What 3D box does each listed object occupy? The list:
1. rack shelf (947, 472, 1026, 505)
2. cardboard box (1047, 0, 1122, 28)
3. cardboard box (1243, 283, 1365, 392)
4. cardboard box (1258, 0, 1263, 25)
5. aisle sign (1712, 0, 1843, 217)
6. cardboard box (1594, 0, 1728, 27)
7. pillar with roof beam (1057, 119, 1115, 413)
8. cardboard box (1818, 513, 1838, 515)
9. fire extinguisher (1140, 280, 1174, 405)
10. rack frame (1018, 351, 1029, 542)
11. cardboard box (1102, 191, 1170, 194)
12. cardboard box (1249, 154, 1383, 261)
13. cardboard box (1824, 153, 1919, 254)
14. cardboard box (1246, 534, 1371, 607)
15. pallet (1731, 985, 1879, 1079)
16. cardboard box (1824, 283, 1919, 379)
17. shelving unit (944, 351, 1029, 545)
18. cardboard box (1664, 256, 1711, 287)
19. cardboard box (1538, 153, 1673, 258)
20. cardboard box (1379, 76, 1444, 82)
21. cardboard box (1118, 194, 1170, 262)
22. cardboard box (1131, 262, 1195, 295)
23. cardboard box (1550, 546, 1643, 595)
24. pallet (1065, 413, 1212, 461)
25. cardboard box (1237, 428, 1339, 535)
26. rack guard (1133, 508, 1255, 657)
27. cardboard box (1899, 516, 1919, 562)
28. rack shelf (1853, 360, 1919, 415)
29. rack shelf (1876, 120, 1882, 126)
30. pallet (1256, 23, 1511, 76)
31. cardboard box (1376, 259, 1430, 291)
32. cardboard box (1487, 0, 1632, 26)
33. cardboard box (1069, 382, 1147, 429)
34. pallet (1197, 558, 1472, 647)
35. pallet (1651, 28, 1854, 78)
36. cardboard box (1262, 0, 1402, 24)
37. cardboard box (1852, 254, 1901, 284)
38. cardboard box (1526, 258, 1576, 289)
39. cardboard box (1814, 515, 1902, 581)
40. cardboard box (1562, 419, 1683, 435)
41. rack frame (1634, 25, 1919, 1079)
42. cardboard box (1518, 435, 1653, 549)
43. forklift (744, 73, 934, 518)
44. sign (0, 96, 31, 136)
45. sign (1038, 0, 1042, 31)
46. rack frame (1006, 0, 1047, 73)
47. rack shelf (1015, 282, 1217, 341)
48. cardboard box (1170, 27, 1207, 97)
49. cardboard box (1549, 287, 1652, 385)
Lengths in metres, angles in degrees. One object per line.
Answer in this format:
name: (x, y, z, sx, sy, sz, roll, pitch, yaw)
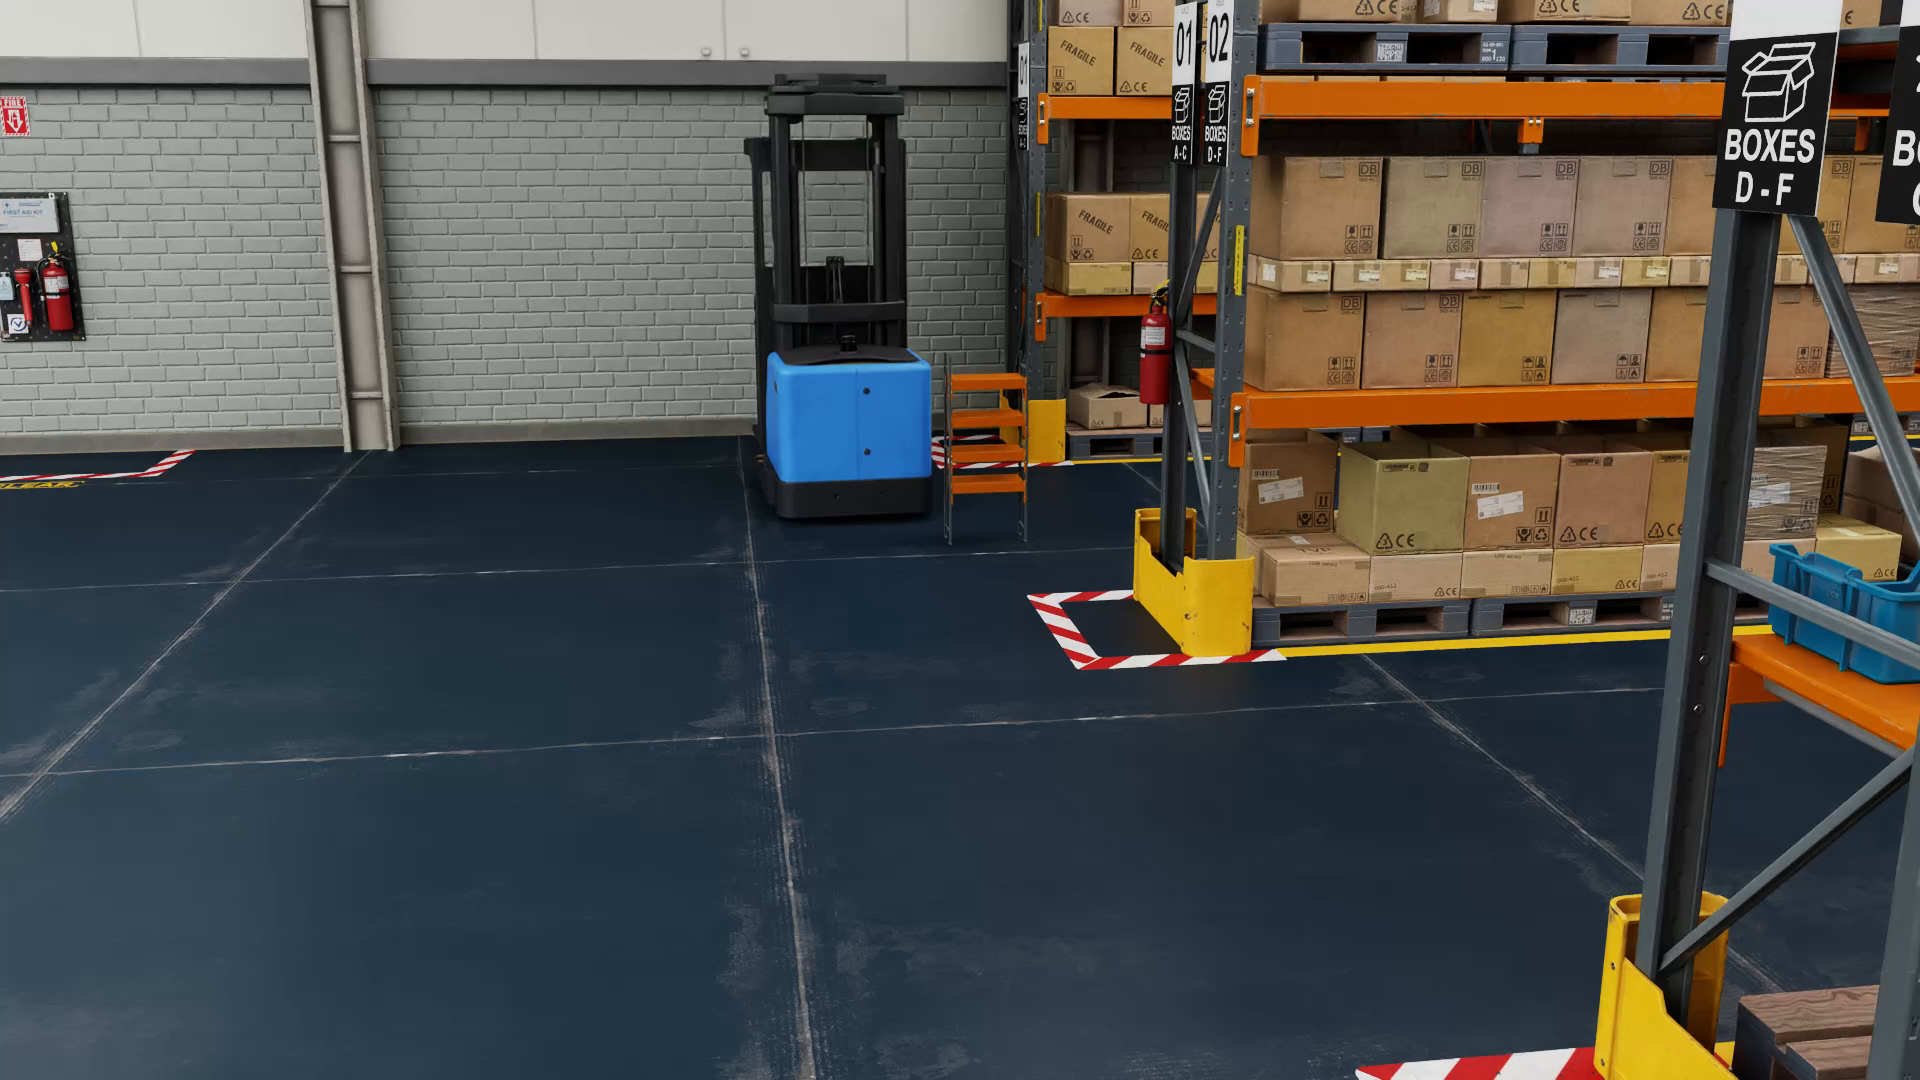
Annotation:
rack shelf: (0.164, -0.330, 10.664, 0.480, 0.148, 0.258, -2, 14, -8)
cardboard box: (0.929, -4.155, 12.655, 0.500, 0.500, 0.500, -3, 14, -12)
cardboard box: (1.717, -1.072, 8.625, 0.500, 0.500, 0.700, -2, 14, -8)
cardboard box: (2.426, -4.329, 13.350, 0.500, 0.500, 0.500, -2, 14, -8)
aisle sign: (1.872, -1.148, 3.789, 0.004, 0.787, 0.394, -2, 14, -8)
cardboard box: (3.562, -2.902, 8.598, 0.637, 0.503, 0.797, -1, 14, -2)
pillar with roof beam: (1.716, -4.309, 9.405, 0.400, 9.000, 9.100, -2, 14, -8)
cardboard box: (4.705, -0.081, 9.667, 0.500, 0.250, 0.500, -2, 14, -8)
fire extinguisher: (1.067, -1.080, 9.020, 0.183, 0.674, 0.296, -2, 14, -8)
rack frame: (0.405, -0.597, 10.635, 0.015, 1.200, 0.240, -2, 14, -8)
cardboard box: (1.445, -2.586, 13.593, 0.500, 0.500, 0.500, -2, 14, -8)
cardboard box: (1.769, -1.703, 8.475, 0.500, 0.500, 0.700, -2, 14, -8)
cardboard box: (4.771, -1.815, 8.920, 0.500, 0.500, 0.700, -2, 14, -8)
cardboard box: (1.817, 0.154, 8.730, 0.500, 0.250, 0.500, -2, 14, -8)
pallet: (2.860, 1.492, 4.338, 1.213, 0.211, 1.003, -2, 14, -8)
cardboard box: (4.771, -1.186, 9.078, 0.500, 0.500, 0.700, -2, 14, -10)
shelving unit: (0.164, -0.588, 10.600, 0.503, 1.200, 0.258, -2, 14, -8)
cardboard box: (3.716, -1.411, 8.642, 0.250, 0.149, 0.380, -2, 14, -7)
cardboard box: (3.282, -1.760, 8.702, 0.500, 0.500, 0.700, -2, 14, -8)
cardboard box: (3.503, -3.766, 13.161, 0.500, 0.500, 0.500, -3, 14, -13)
cardboard box: (1.519, -2.462, 13.100, 0.500, 0.500, 0.500, -2, 14, -8)
cardboard box: (1.553, -2.102, 13.203, 0.500, 0.250, 0.500, -3, 14, -10)
cardboard box: (3.300, 0.100, 8.945, 0.500, 0.250, 0.500, -2, 14, -8)
pallet: (1.396, -0.872, 13.767, 1.213, 0.211, 1.003, -2, 14, -8)
cardboard box: (1.739, -0.335, 9.137, 0.500, 0.500, 0.500, -2, 14, -8)
rack guard: (1.230, 0.203, 8.883, 0.348, 0.500, 1.175, -2, 14, -8)
cardboard box: (5.645, 0.020, 9.264, 0.500, 0.250, 0.500, -2, 14, -10)
rack shelf: (7.187, -0.878, 9.537, 4.000, 0.370, 1.077, -2, 14, -8)
rack shelf: (7.187, -2.333, 9.172, 4.000, 0.370, 1.077, -2, 14, -8)
pallet: (1.956, -2.441, 8.305, 1.213, 0.211, 1.003, -2, 14, -8)
cardboard box: (2.181, -1.354, 8.417, 0.250, 0.149, 0.380, -2, 14, -8)
cardboard box: (2.936, -2.779, 8.115, 0.500, 0.500, 0.500, -2, 14, -8)
cardboard box: (1.209, -1.114, 13.620, 0.500, 0.311, 0.500, -4, 15, -15)
pallet: (2.003, 0.305, 9.072, 1.213, 0.211, 1.003, -2, 14, -8)
pallet: (4.369, -2.530, 8.658, 1.213, 0.211, 1.003, -2, 14, -8)
cardboard box: (1.822, -2.806, 8.216, 0.637, 0.503, 0.797, -1, 14, -4)
cardboard box: (4.727, -1.448, 8.790, 0.250, 0.149, 0.380, -2, 14, -9)
cardboard box: (2.947, -1.383, 8.529, 0.250, 0.149, 0.380, -2, 14, -9)
cardboard box: (4.783, 0.045, 9.167, 0.500, 0.250, 0.500, -2, 14, -8)
cardboard box: (3.715, -0.411, 9.441, 0.500, 0.500, 0.500, -2, 14, -8)
rack frame: (1.988, 0.182, 3.831, 0.127, 3.000, 1.000, -2, 14, -8)
cardboard box: (3.301, -0.263, 8.853, 0.500, 0.500, 0.500, -2, 14, -8)
forklift: (-0.974, -1.876, 12.176, 1.130, 2.935, 3.031, -3, 14, -11)
sign: (-7.330, -3.285, 12.889, 0.199, 0.298, 0.001, -2, 14, -8)
sign: (0.593, -3.950, 12.341, 0.005, 0.325, 0.100, -2, 14, -8)
rack frame: (0.512, -5.111, 12.603, 0.127, 3.000, 1.000, -2, 14, -8)
rack shelf: (2.489, -1.925, 13.709, 4.000, 0.370, 1.077, -2, 14, -8)
cardboard box: (1.929, -3.697, 12.884, 0.500, 0.500, 0.500, -1, 14, -6)
cardboard box: (3.247, -1.129, 8.851, 0.500, 0.500, 0.700, -2, 14, -7)
